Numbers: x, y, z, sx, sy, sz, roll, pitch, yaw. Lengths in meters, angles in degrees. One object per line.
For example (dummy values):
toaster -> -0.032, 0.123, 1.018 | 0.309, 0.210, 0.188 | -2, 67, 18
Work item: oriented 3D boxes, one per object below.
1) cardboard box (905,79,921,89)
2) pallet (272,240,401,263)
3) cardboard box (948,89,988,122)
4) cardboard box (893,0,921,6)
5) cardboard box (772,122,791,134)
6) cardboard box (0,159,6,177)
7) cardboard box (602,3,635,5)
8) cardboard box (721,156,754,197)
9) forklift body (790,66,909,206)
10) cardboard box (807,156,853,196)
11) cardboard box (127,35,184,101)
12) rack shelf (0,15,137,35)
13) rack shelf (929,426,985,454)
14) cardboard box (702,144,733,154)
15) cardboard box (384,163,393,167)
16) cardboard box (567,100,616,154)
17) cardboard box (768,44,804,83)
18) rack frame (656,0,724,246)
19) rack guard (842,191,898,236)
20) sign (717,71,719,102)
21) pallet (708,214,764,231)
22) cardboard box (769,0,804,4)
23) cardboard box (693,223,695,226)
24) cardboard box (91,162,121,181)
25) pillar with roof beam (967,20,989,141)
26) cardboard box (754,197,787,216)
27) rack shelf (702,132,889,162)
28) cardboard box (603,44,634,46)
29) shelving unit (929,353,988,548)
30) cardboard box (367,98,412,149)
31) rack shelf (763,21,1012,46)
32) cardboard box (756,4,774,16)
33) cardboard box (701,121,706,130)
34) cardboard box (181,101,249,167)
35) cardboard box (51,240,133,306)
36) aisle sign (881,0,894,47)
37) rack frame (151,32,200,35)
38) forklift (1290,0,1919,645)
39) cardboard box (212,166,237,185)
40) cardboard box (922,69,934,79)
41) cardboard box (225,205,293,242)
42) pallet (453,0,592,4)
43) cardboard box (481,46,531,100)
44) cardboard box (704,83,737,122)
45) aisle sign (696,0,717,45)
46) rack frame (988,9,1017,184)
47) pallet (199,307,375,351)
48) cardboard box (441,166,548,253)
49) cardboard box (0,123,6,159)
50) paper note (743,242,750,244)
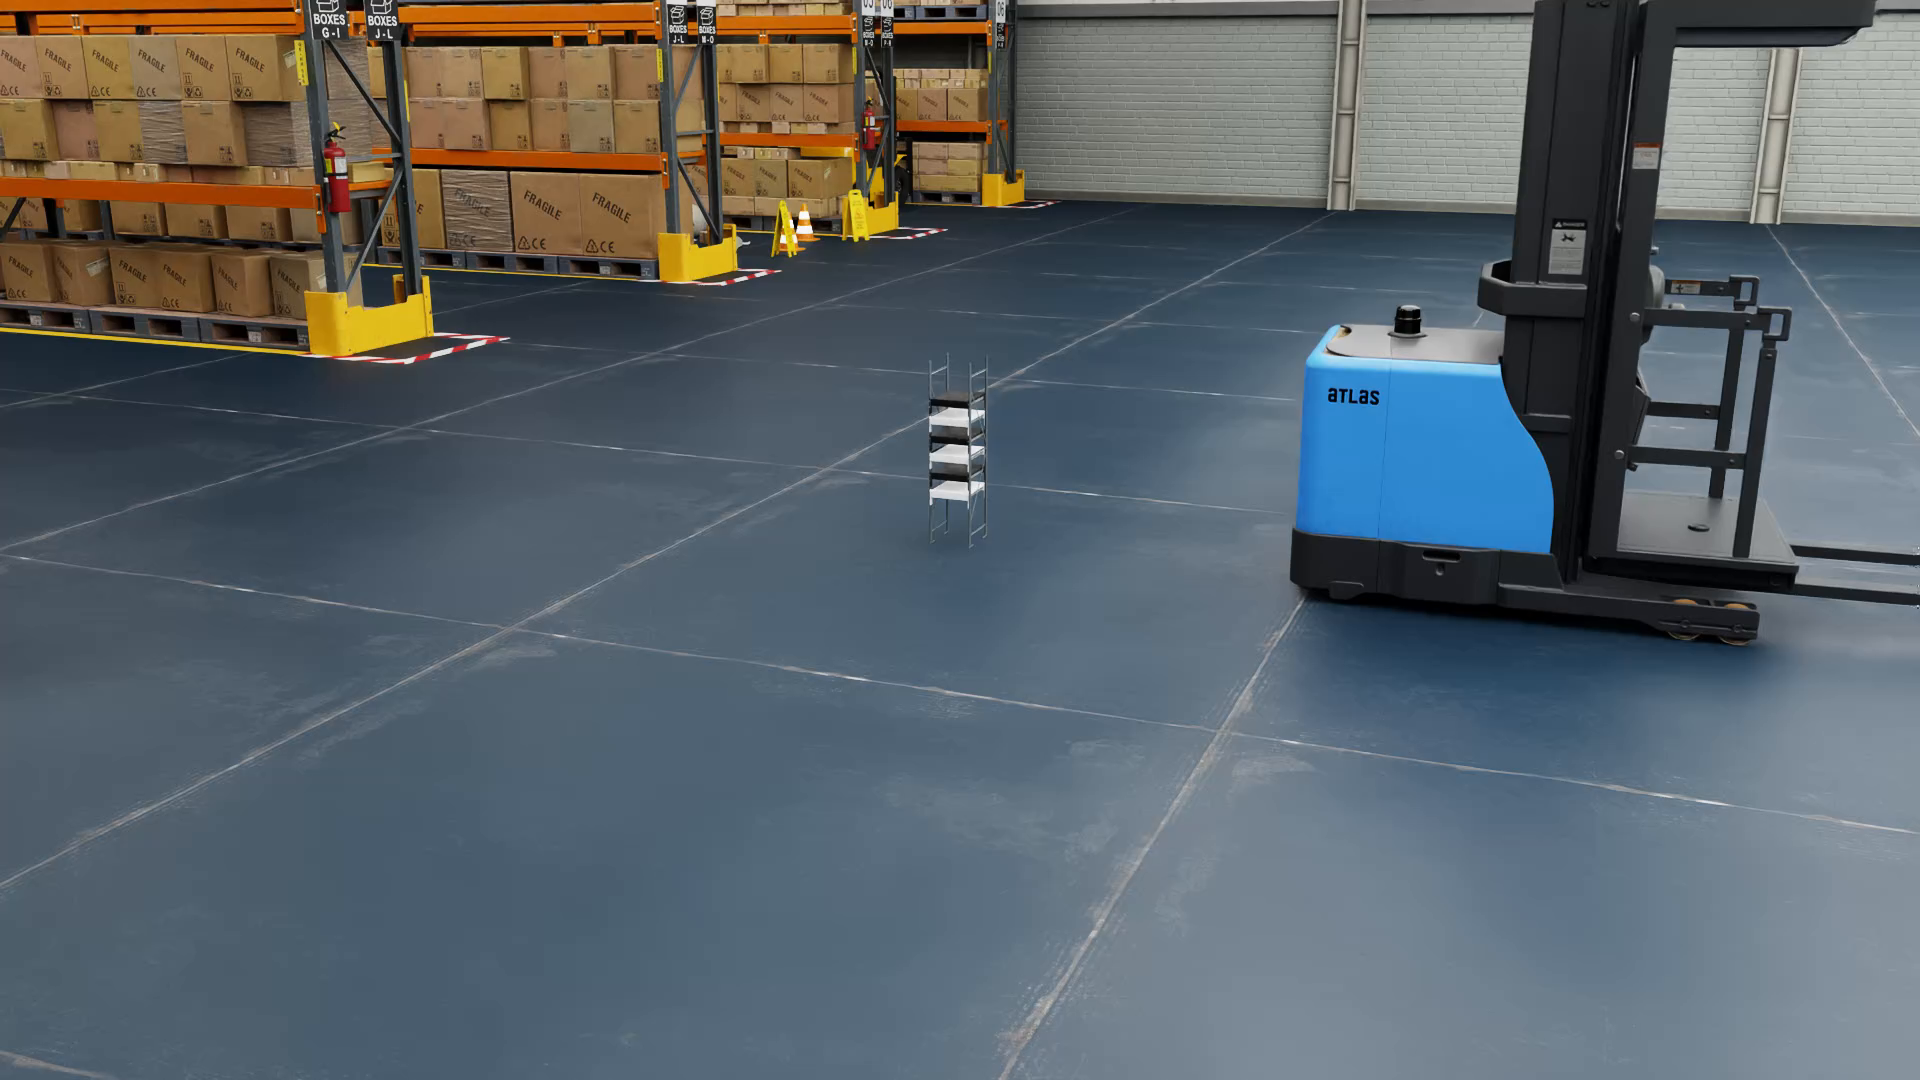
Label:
cardboard box -> -0.704, -7.337, 26.722 | 0.250, 0.149, 0.380 | 6, 17, 19
pallet -> -7.325, -3.458, 19.705 | 1.213, 0.211, 1.003 | 6, 17, 21
cardboard box -> 0.127, -6.940, 26.521 | 0.500, 0.500, 0.500 | 6, 17, 19
cardboard box -> -0.736, -8.761, 26.480 | 0.500, 0.500, 0.700 | 6, 17, 21
cardboard box -> -2.321, -5.532, 22.299 | 0.250, 0.149, 0.380 | 7, 17, 22
cardboard box -> -8.176, -3.212, 14.307 | 0.250, 0.149, 0.380 | 6, 17, 21
cardboard box -> -4.549, -7.427, 22.731 | 0.500, 0.250, 0.500 | 6, 17, 19
cardboard box -> -2.931, -4.984, 22.795 | 0.500, 0.500, 0.500 | 6, 17, 19
forklift body -> -1.752, -6.223, 25.753 | 1.214, 2.155, 2.313 | 6, 17, 21
cardboard box -> -1.808, -5.020, 22.920 | 0.500, 0.500, 0.500 | 6, 17, 19
cardboard box -> -6.307, -3.817, 13.435 | 0.500, 0.500, 0.500 | 6, 17, 21
rack shelf -> -12.161, -6.446, 20.908 | 4.000, 0.370, 1.077 | 6, 17, 21
rack shelf -> -0.008, -0.487, 8.035 | 0.200, 0.077, 0.258 | 6, 17, 21
cardboard box -> -4.248, -6.512, 28.732 | 0.625, 0.625, 0.875 | 6, 17, 20
cardboard box -> -9.191, -5.714, 25.534 | 0.875, 0.875, 0.875 | 6, 17, 20
cardboard box -> -3.740, -4.477, 17.946 | 0.550, 0.550, 0.875 | 6, 17, 21
cardboard box -> -2.160, -6.343, 22.135 | 0.500, 0.500, 0.700 | 6, 17, 21
rack frame -> -2.859, -4.328, 17.702 | 0.127, 3.000, 1.000 | 6, 17, 21
rack guard -> -1.207, -4.430, 22.535 | 0.348, 0.500, 1.175 | 6, 17, 21
sign -> -2.650, -4.925, 18.064 | 0.005, 0.325, 0.100 | 6, 17, 21
pallet -> -3.081, -4.508, 23.325 | 1.213, 0.211, 1.003 | 6, 17, 21
cardboard box -> -2.174, -7.171, 21.851 | 0.500, 0.250, 0.500 | 6, 17, 20
cardboard box -> -3.700, -3.947, 20.865 | 0.637, 0.503, 0.797 | -5, 17, -18
cardboard box -> -7.004, -3.091, 13.890 | 0.250, 0.149, 0.380 | 6, 17, 21
pillar with roof beam -> -1.215, -8.980, 22.964 | 0.400, 9.000, 9.100 | 6, 17, 21
cardboard box -> -2.466, -4.572, 22.719 | 0.500, 0.250, 0.500 | 6, 17, 21
rack shelf -> -2.997, -5.481, 22.965 | 4.000, 0.370, 1.077 | 6, 17, 21
cardboard box -> -4.528, -6.601, 23.026 | 0.500, 0.500, 0.700 | 6, 17, 20
shelving unit -> -0.008, -0.433, 8.051 | 0.210, 0.900, 0.258 | 6, 17, 21
cardboard box -> -6.232, -4.775, 18.972 | 0.550, 0.550, 0.875 | 6, 17, 21
rack shelf -> -1.179, -8.210, 26.983 | 4.000, 0.370, 1.077 | 6, 17, 21
cardboard box -> -2.510, -7.016, 22.030 | 0.250, 0.149, 0.380 | 6, 17, 20
cardboard box -> -3.496, -5.662, 22.748 | 0.250, 0.149, 0.380 | 6, 17, 21
cardboard box -> -5.784, -3.326, 13.539 | 0.500, 0.500, 0.875 | 6, 17, 21
cardboard box -> -7.601, -2.355, 14.635 | 0.500, 0.500, 0.500 | 13, 21, 38
aisle sign -> -0.965, -6.945, 22.053 | 0.004, 0.787, 0.394 | 6, 17, 21
rack frame -> -12.300, -6.850, 26.389 | 0.127, 3.000, 1.000 | 6, 17, 21
forklift -> 3.024, -1.149, 6.873 | 3.031, 2.935, 1.130 | 5, 17, 17
cardboard box -> -5.824, -2.975, 13.491 | 0.250, 0.149, 0.380 | 6, 17, 21
cardboard box -> -0.428, -7.476, 26.669 | 0.250, 0.149, 0.380 | 6, 17, 21
cardboard box -> -8.086, -3.999, 19.849 | 0.750, 0.750, 1.050 | 6, 17, 21
pallet -> -4.692, -5.924, 17.977 | 1.213, 0.211, 1.003 | 6, 17, 21
cardboard box -> -4.747, -5.112, 18.197 | 0.500, 0.550, 0.875 | 6, 17, 21
cardboard box -> -3.135, -5.959, 22.605 | 0.500, 0.500, 0.500 | 6, 17, 21
aisle sign -> -2.683, -5.647, 17.583 | 0.004, 0.787, 0.394 | 6, 17, 21
rack frame -> 0.681, -6.910, 26.596 | 0.127, 3.000, 1.000 | 6, 17, 21
pallet -> -5.586, -1.813, 14.040 | 1.213, 0.211, 1.003 | 6, 17, 21
cardboard box -> -5.181, -3.745, 18.751 | 0.875, 0.875, 0.875 | 6, 17, 21
cardboard box -> -8.098, -3.590, 14.447 | 0.500, 0.500, 0.875 | 6, 17, 21
paper note -> -2.746, -3.777, 21.129 | 0.142, 0.019, 0.148 | 0, 16, 1
